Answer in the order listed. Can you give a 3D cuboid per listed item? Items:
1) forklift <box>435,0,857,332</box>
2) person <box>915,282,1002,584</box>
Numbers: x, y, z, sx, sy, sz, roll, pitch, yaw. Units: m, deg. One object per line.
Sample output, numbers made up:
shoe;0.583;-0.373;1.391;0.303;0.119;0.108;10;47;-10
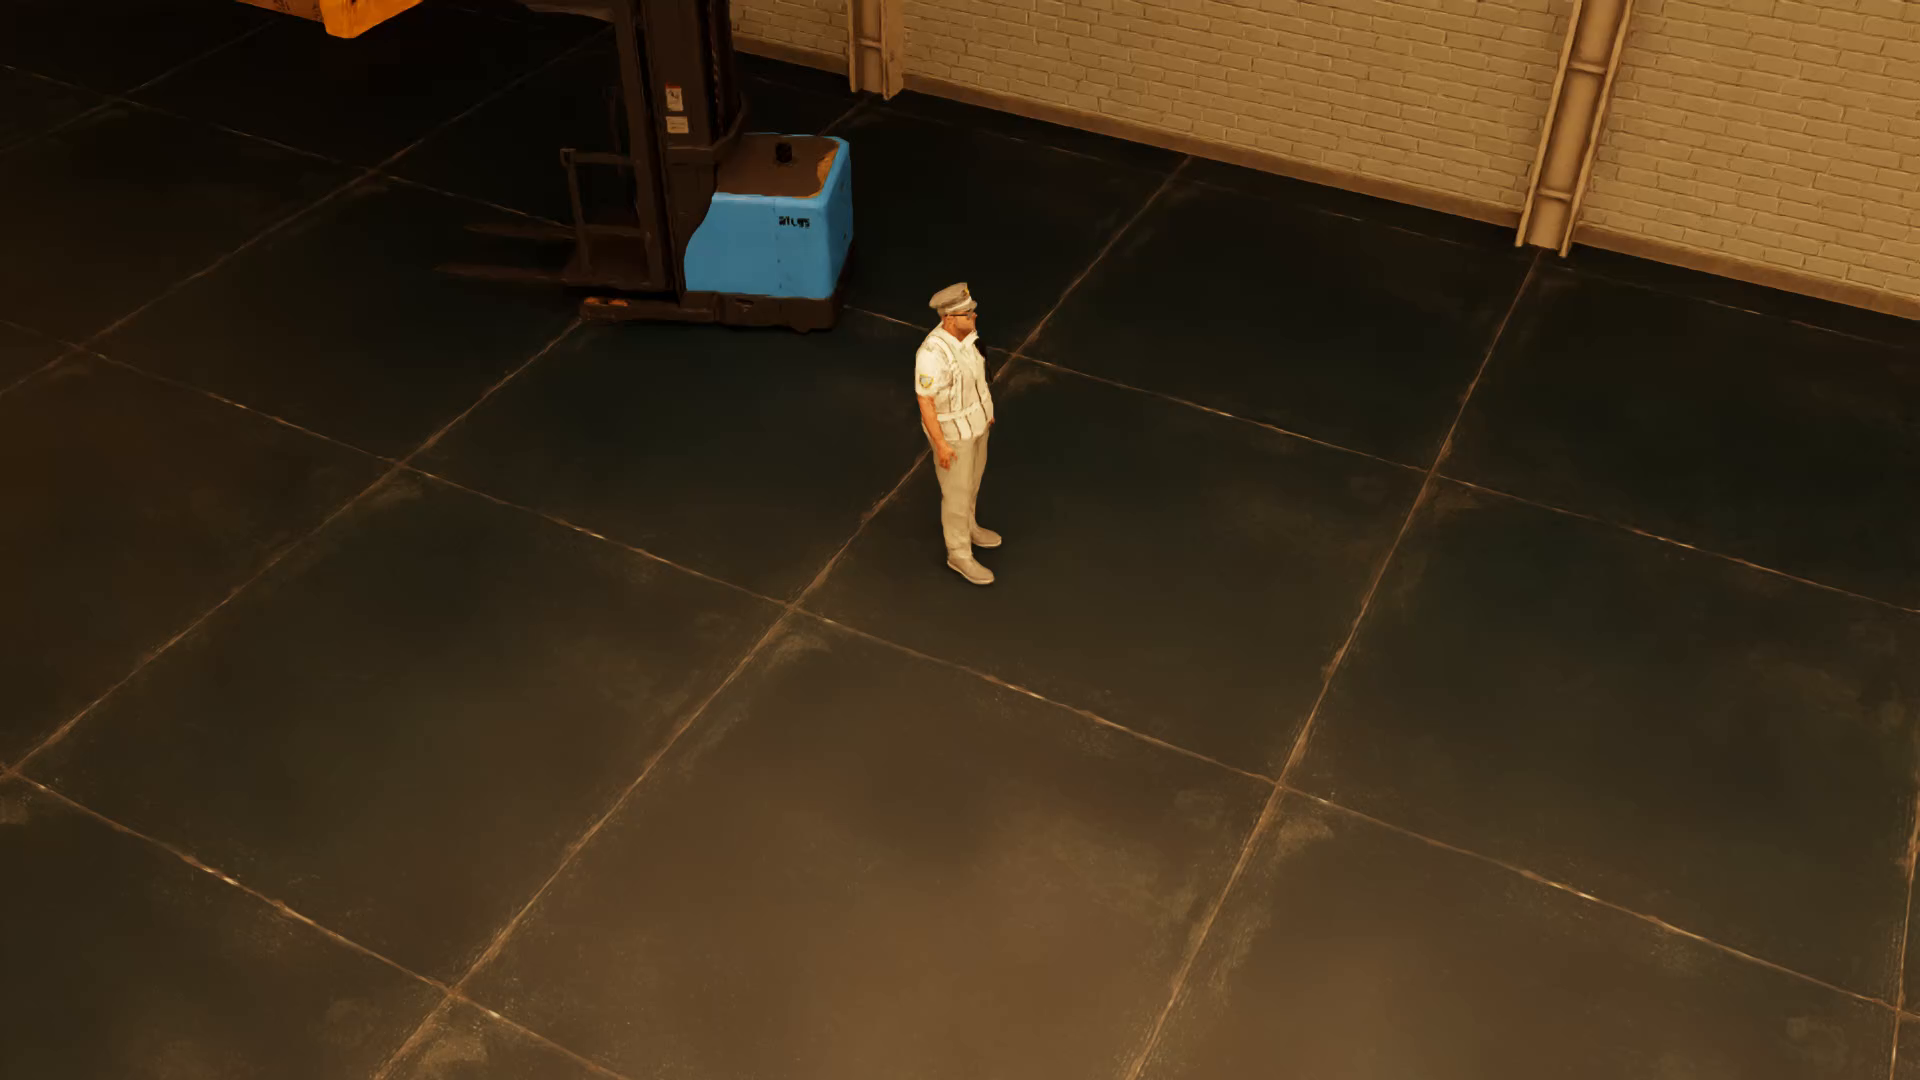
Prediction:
forklift;-2.343;-3.042;11.599;3.031;2.935;1.130;5;40;6
person;0.064;-0.658;9.647;0.574;1.781;0.640;18;43;21
